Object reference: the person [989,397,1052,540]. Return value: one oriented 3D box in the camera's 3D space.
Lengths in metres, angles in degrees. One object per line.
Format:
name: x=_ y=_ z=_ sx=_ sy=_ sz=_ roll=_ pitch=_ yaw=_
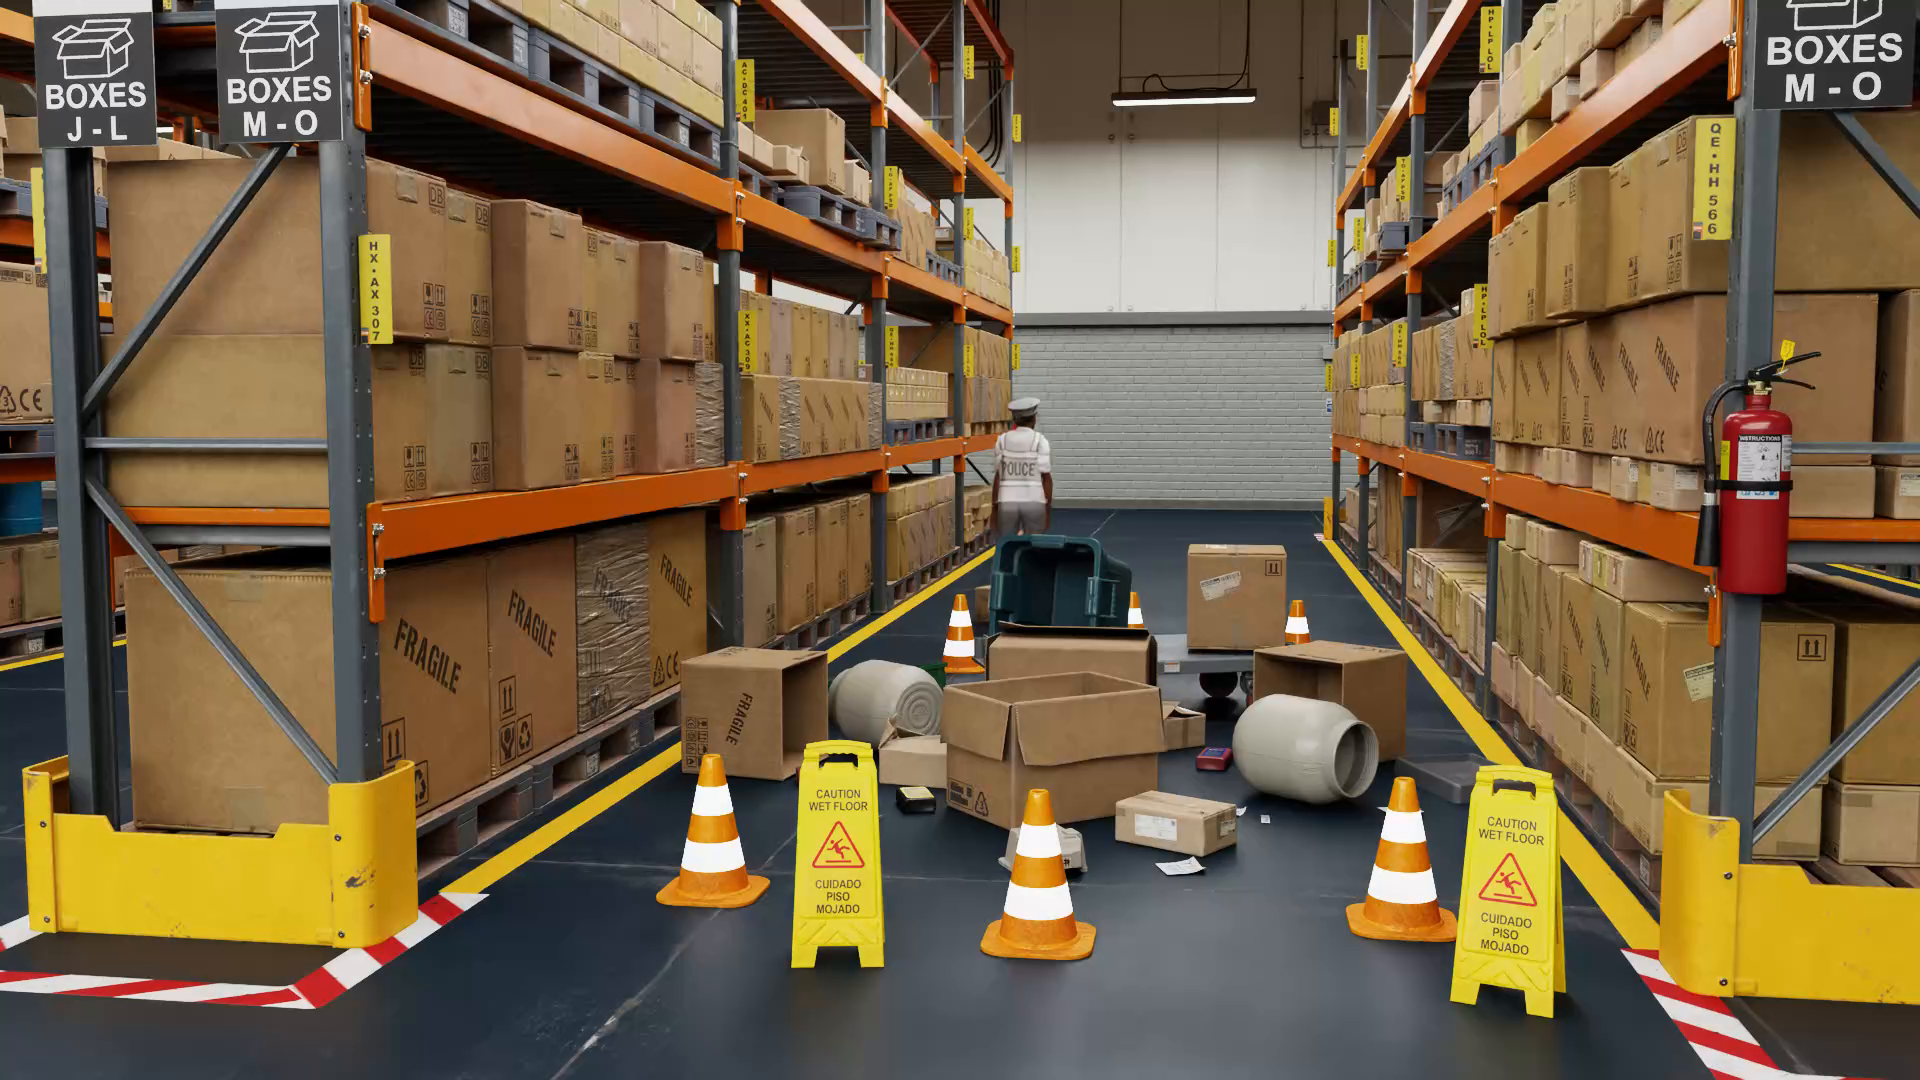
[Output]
person: x=0.439 y=-0.229 z=12.370 sx=0.475 sy=1.673 sz=0.502 roll=1 pitch=5 yaw=16
